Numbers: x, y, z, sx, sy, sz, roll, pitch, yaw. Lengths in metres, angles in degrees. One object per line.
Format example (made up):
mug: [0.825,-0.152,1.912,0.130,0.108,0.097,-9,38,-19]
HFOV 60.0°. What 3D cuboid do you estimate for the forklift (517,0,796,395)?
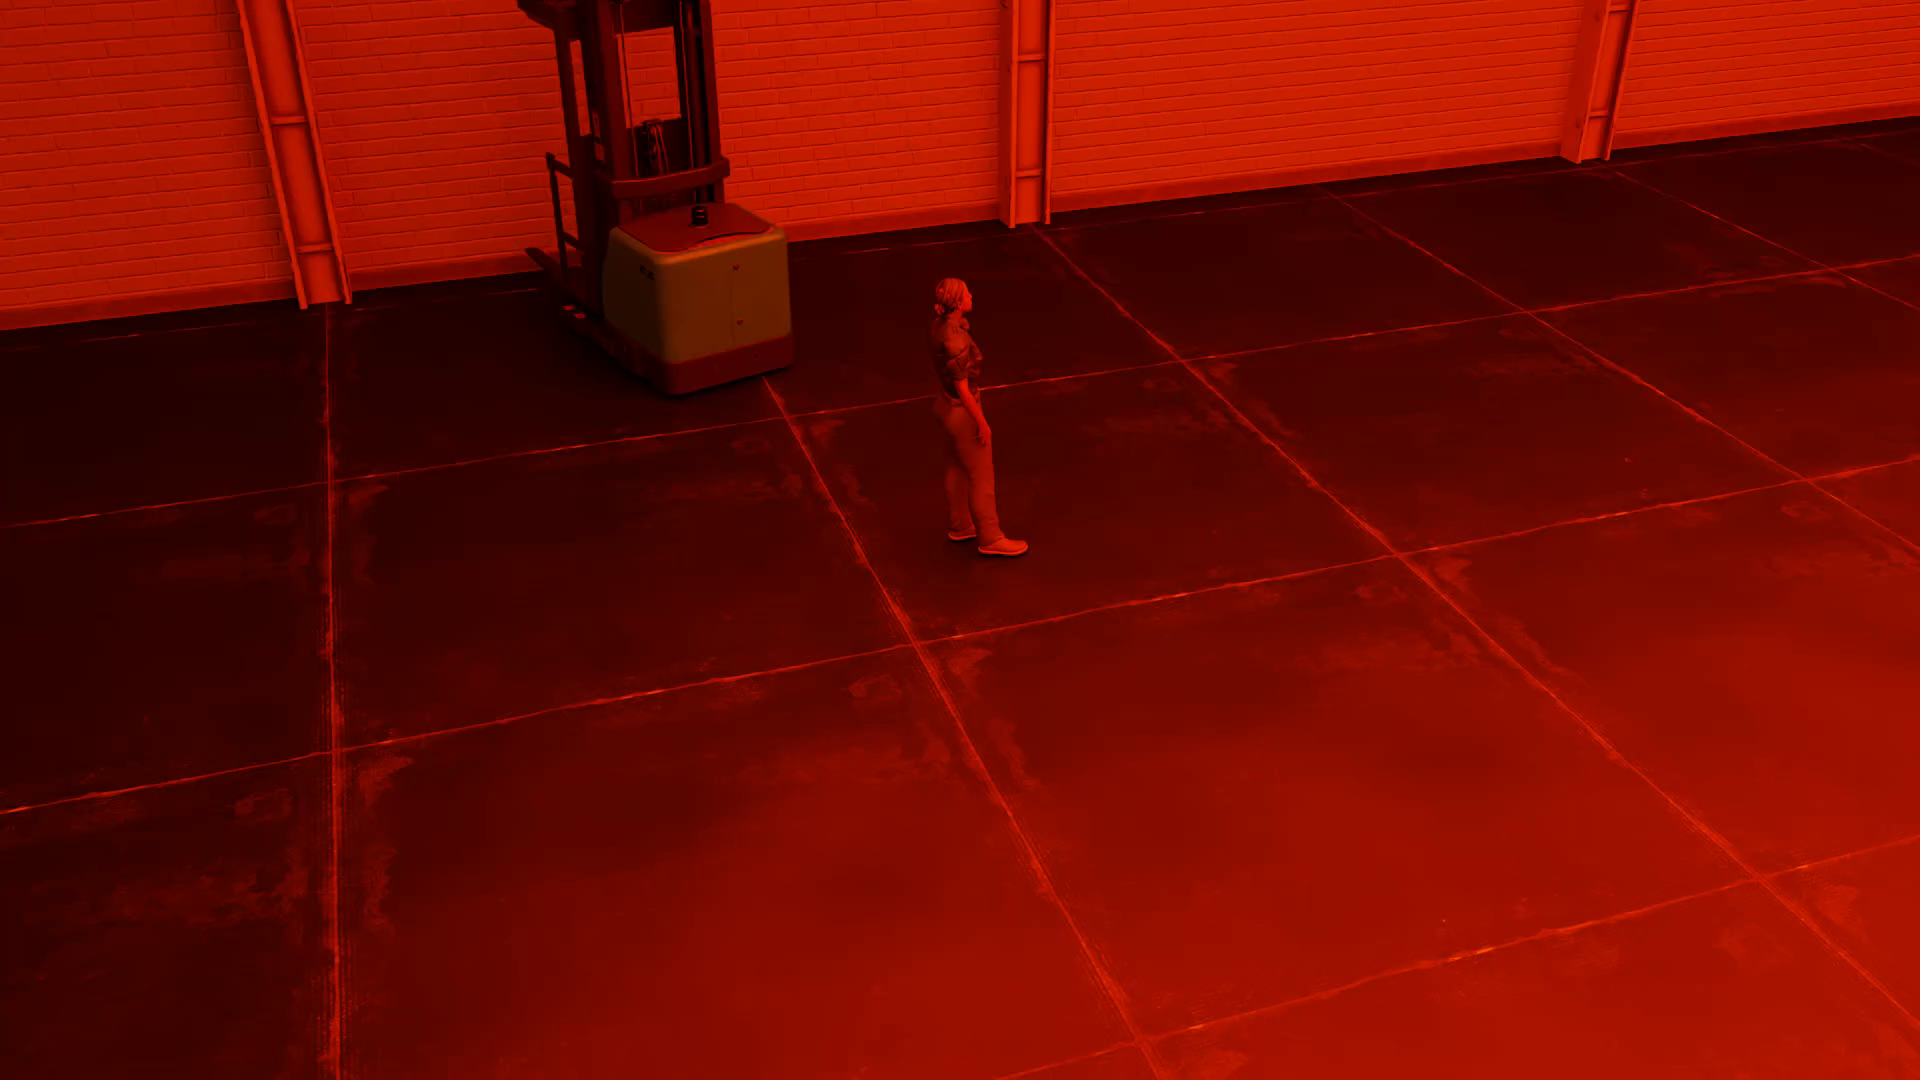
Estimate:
forklift: [-2.460,-2.970,12.250,1.130,2.935,3.031,-19,35,-30]

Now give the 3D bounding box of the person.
person: [0.090,-0.728,9.618,0.503,1.656,0.570,-10,31,-16]
